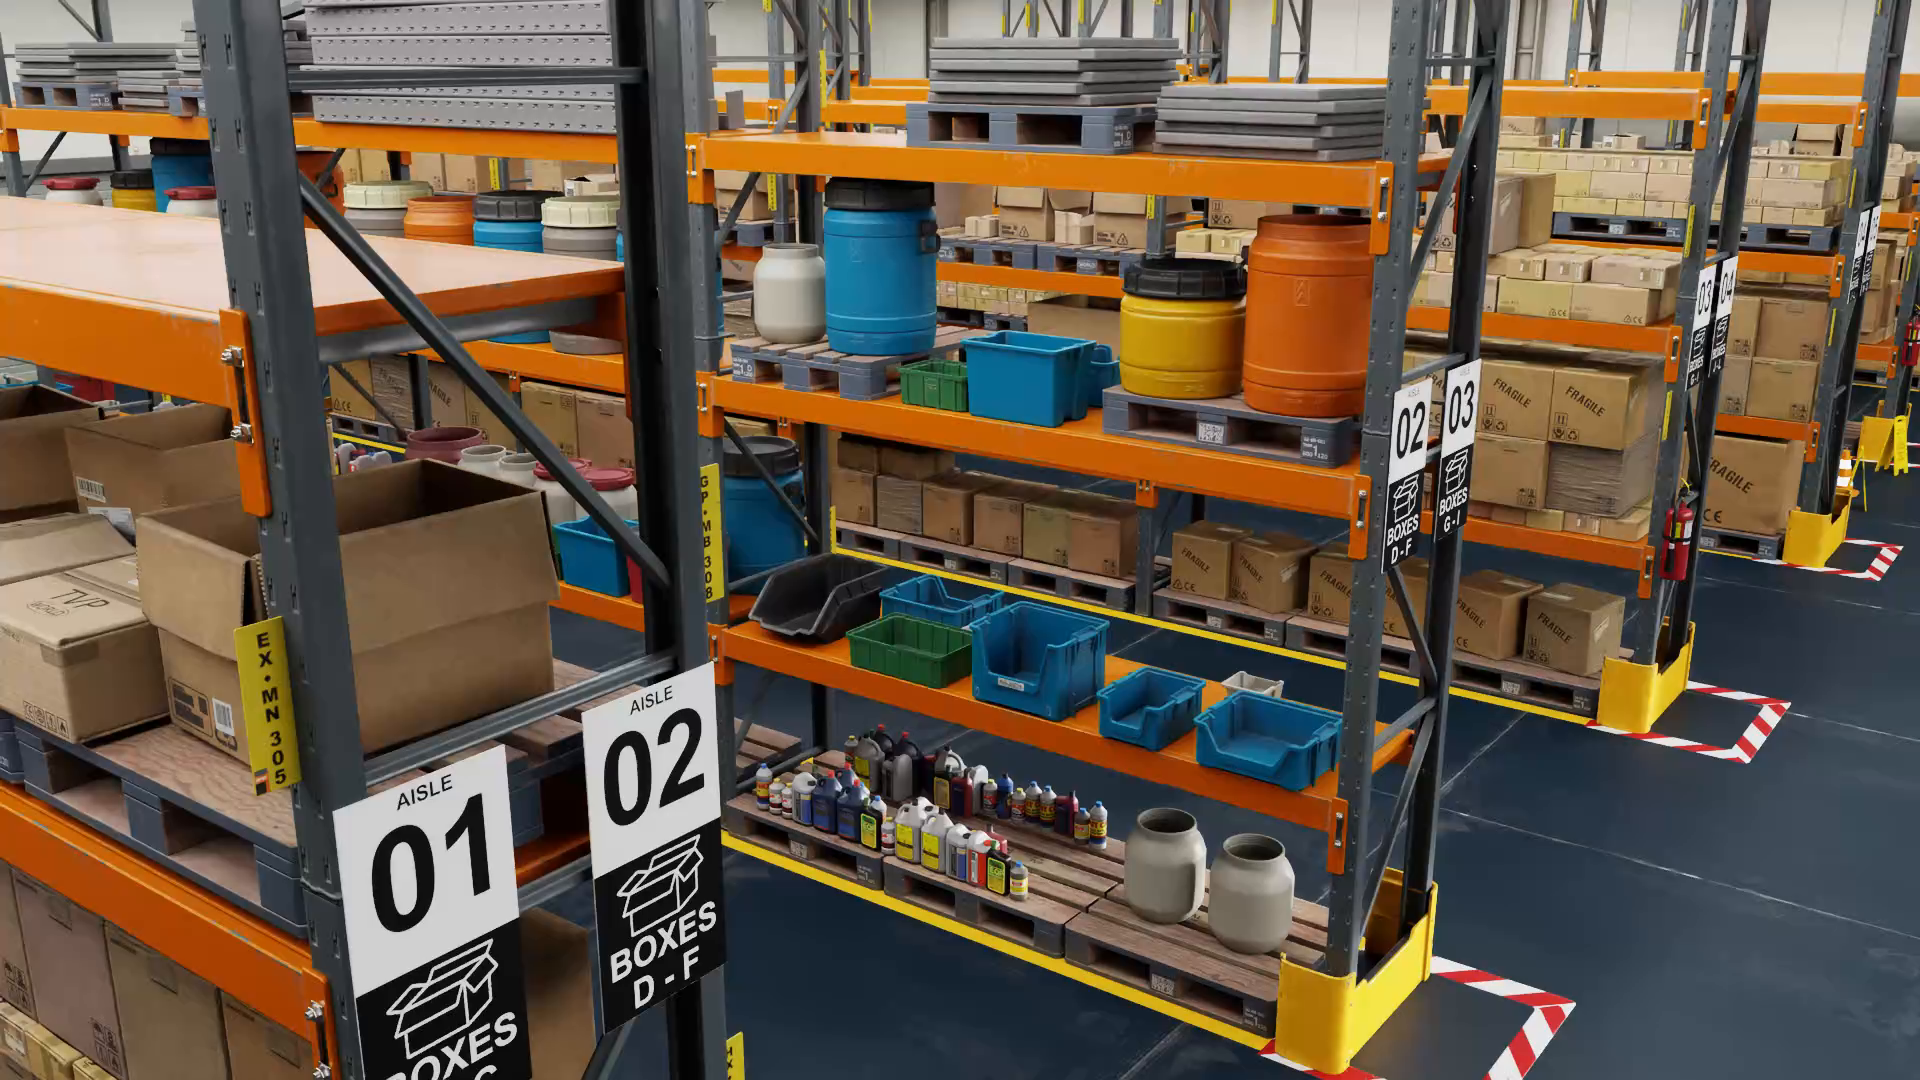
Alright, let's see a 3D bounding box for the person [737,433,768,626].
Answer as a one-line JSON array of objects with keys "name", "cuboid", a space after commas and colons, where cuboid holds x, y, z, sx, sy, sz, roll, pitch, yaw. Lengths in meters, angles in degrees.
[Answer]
[{"name": "person", "cuboid": [-1.654, 0.057, 12.772, 0.618, 1.759, 0.663, 5, 17, 17]}]
